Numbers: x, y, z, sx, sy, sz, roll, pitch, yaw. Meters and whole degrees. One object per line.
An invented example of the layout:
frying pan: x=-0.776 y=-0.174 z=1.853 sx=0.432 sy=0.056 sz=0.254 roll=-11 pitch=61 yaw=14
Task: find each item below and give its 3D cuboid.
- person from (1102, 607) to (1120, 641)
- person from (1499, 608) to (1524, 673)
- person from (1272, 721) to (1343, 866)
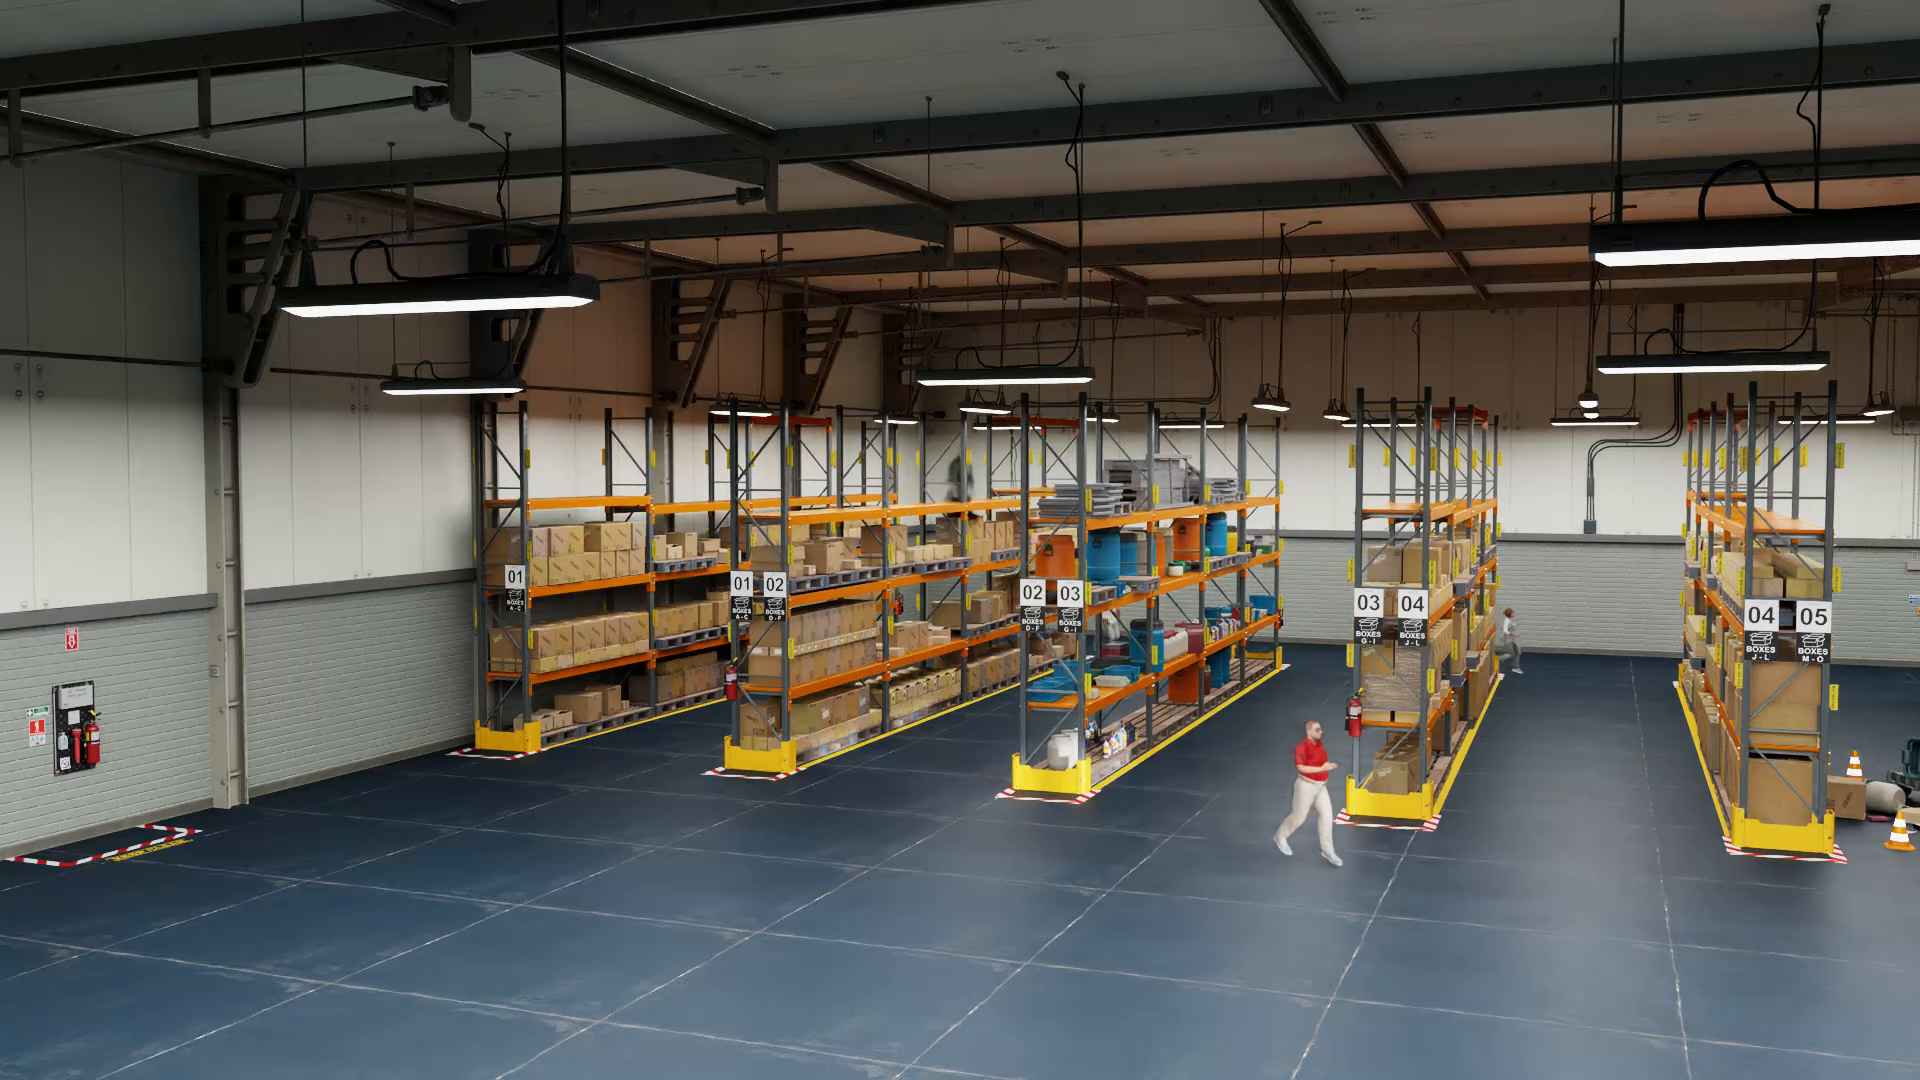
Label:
person: x=3.779 y=2.096 z=42.205 sx=0.672 sy=1.698 sz=0.536 roll=-1 pitch=3 yaw=-19
person: x=12.776 y=2.354 z=38.804 sx=0.686 sy=1.558 sz=0.602 roll=1 pitch=3 yaw=28
person: x=4.335 y=3.110 z=20.673 sx=0.650 sy=1.747 sz=0.959 roll=-2 pitch=4 yaw=-42
